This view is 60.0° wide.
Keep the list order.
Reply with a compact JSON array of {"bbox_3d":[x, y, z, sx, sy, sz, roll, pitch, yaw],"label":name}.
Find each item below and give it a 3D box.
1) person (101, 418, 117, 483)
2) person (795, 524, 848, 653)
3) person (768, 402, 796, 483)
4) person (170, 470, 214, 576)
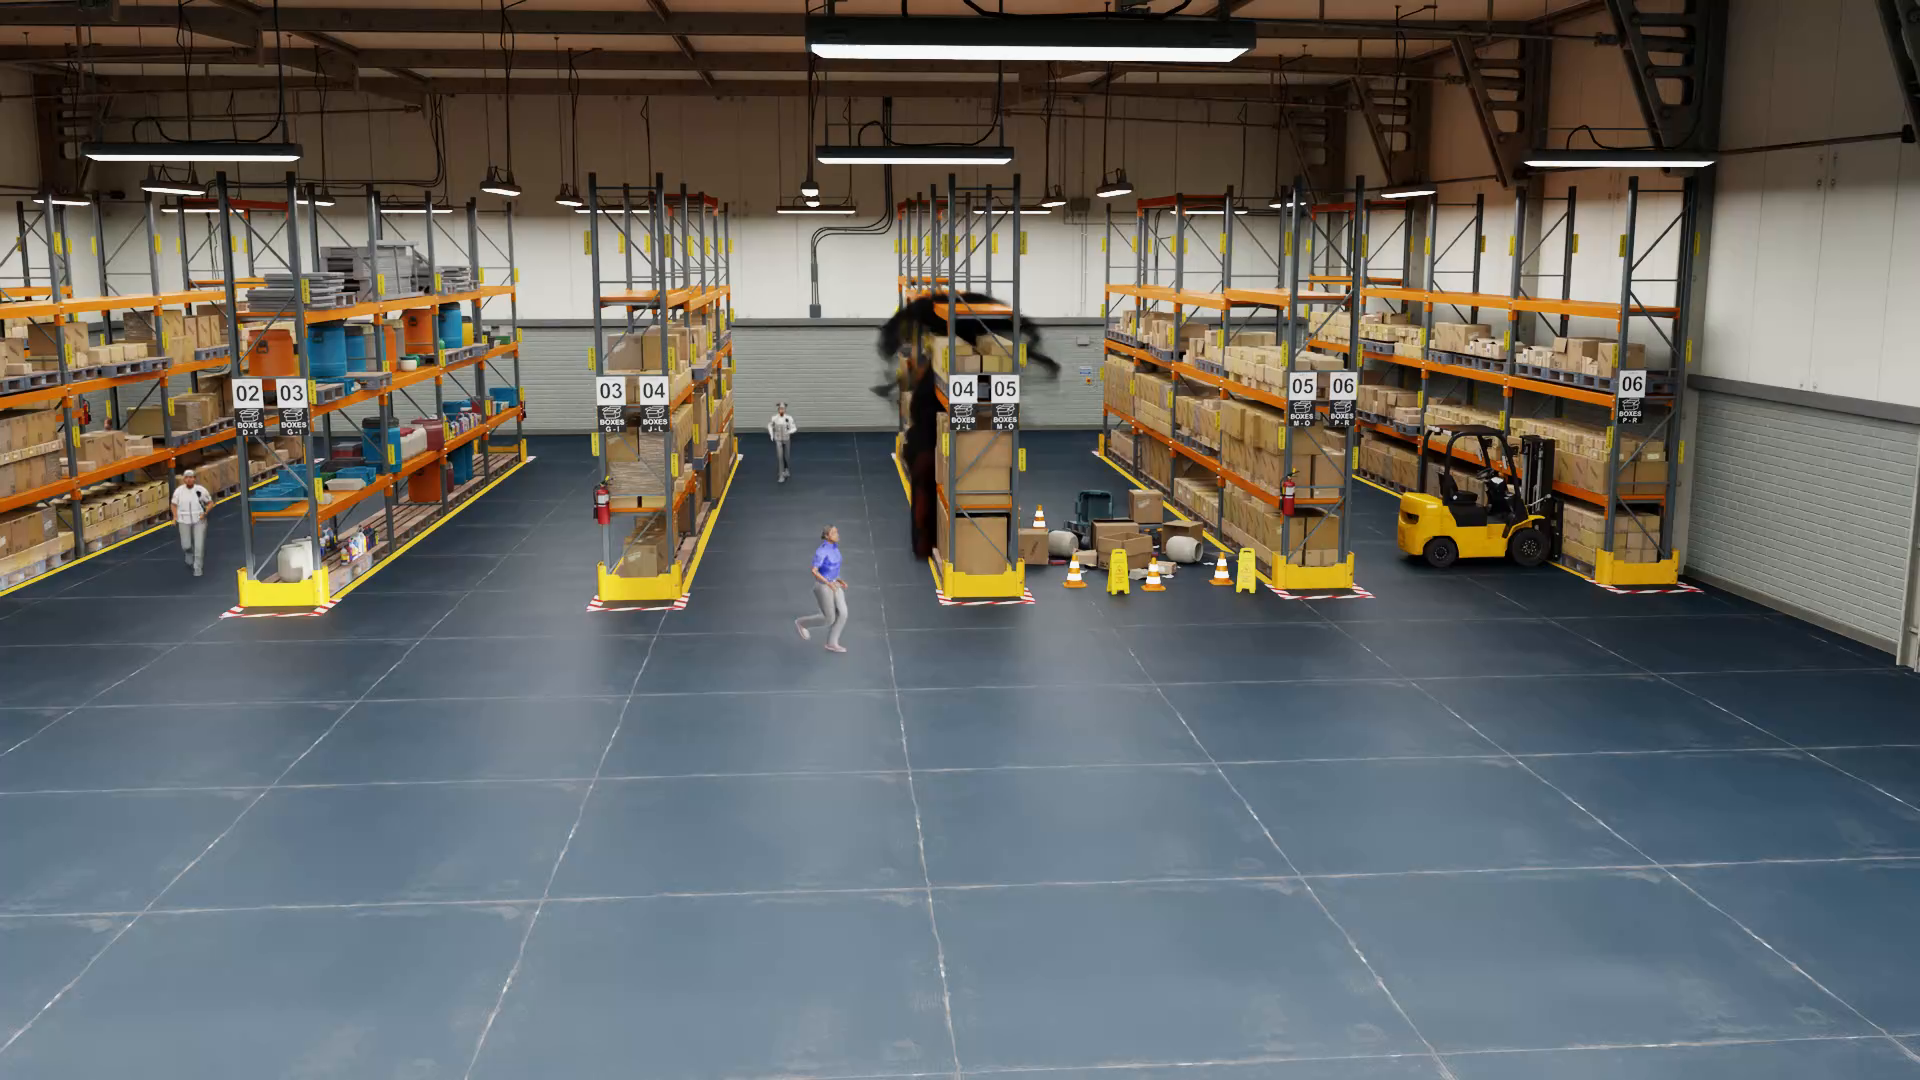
[{"bbox_3d":[-16.978,-1.629,33.258,0.539,1.613,0.871,-2,10,-9],"label":"person"},{"bbox_3d":[-1.713,0.593,20.777,0.681,1.617,0.562,5,11,24],"label":"person"},{"bbox_3d":[-3.837,-2.130,35.902,0.617,1.707,0.783,-1,10,-5],"label":"person"},{"bbox_3d":[-11.845,-0.277,25.684,0.616,1.627,0.550,-4,11,-20],"label":"person"}]
